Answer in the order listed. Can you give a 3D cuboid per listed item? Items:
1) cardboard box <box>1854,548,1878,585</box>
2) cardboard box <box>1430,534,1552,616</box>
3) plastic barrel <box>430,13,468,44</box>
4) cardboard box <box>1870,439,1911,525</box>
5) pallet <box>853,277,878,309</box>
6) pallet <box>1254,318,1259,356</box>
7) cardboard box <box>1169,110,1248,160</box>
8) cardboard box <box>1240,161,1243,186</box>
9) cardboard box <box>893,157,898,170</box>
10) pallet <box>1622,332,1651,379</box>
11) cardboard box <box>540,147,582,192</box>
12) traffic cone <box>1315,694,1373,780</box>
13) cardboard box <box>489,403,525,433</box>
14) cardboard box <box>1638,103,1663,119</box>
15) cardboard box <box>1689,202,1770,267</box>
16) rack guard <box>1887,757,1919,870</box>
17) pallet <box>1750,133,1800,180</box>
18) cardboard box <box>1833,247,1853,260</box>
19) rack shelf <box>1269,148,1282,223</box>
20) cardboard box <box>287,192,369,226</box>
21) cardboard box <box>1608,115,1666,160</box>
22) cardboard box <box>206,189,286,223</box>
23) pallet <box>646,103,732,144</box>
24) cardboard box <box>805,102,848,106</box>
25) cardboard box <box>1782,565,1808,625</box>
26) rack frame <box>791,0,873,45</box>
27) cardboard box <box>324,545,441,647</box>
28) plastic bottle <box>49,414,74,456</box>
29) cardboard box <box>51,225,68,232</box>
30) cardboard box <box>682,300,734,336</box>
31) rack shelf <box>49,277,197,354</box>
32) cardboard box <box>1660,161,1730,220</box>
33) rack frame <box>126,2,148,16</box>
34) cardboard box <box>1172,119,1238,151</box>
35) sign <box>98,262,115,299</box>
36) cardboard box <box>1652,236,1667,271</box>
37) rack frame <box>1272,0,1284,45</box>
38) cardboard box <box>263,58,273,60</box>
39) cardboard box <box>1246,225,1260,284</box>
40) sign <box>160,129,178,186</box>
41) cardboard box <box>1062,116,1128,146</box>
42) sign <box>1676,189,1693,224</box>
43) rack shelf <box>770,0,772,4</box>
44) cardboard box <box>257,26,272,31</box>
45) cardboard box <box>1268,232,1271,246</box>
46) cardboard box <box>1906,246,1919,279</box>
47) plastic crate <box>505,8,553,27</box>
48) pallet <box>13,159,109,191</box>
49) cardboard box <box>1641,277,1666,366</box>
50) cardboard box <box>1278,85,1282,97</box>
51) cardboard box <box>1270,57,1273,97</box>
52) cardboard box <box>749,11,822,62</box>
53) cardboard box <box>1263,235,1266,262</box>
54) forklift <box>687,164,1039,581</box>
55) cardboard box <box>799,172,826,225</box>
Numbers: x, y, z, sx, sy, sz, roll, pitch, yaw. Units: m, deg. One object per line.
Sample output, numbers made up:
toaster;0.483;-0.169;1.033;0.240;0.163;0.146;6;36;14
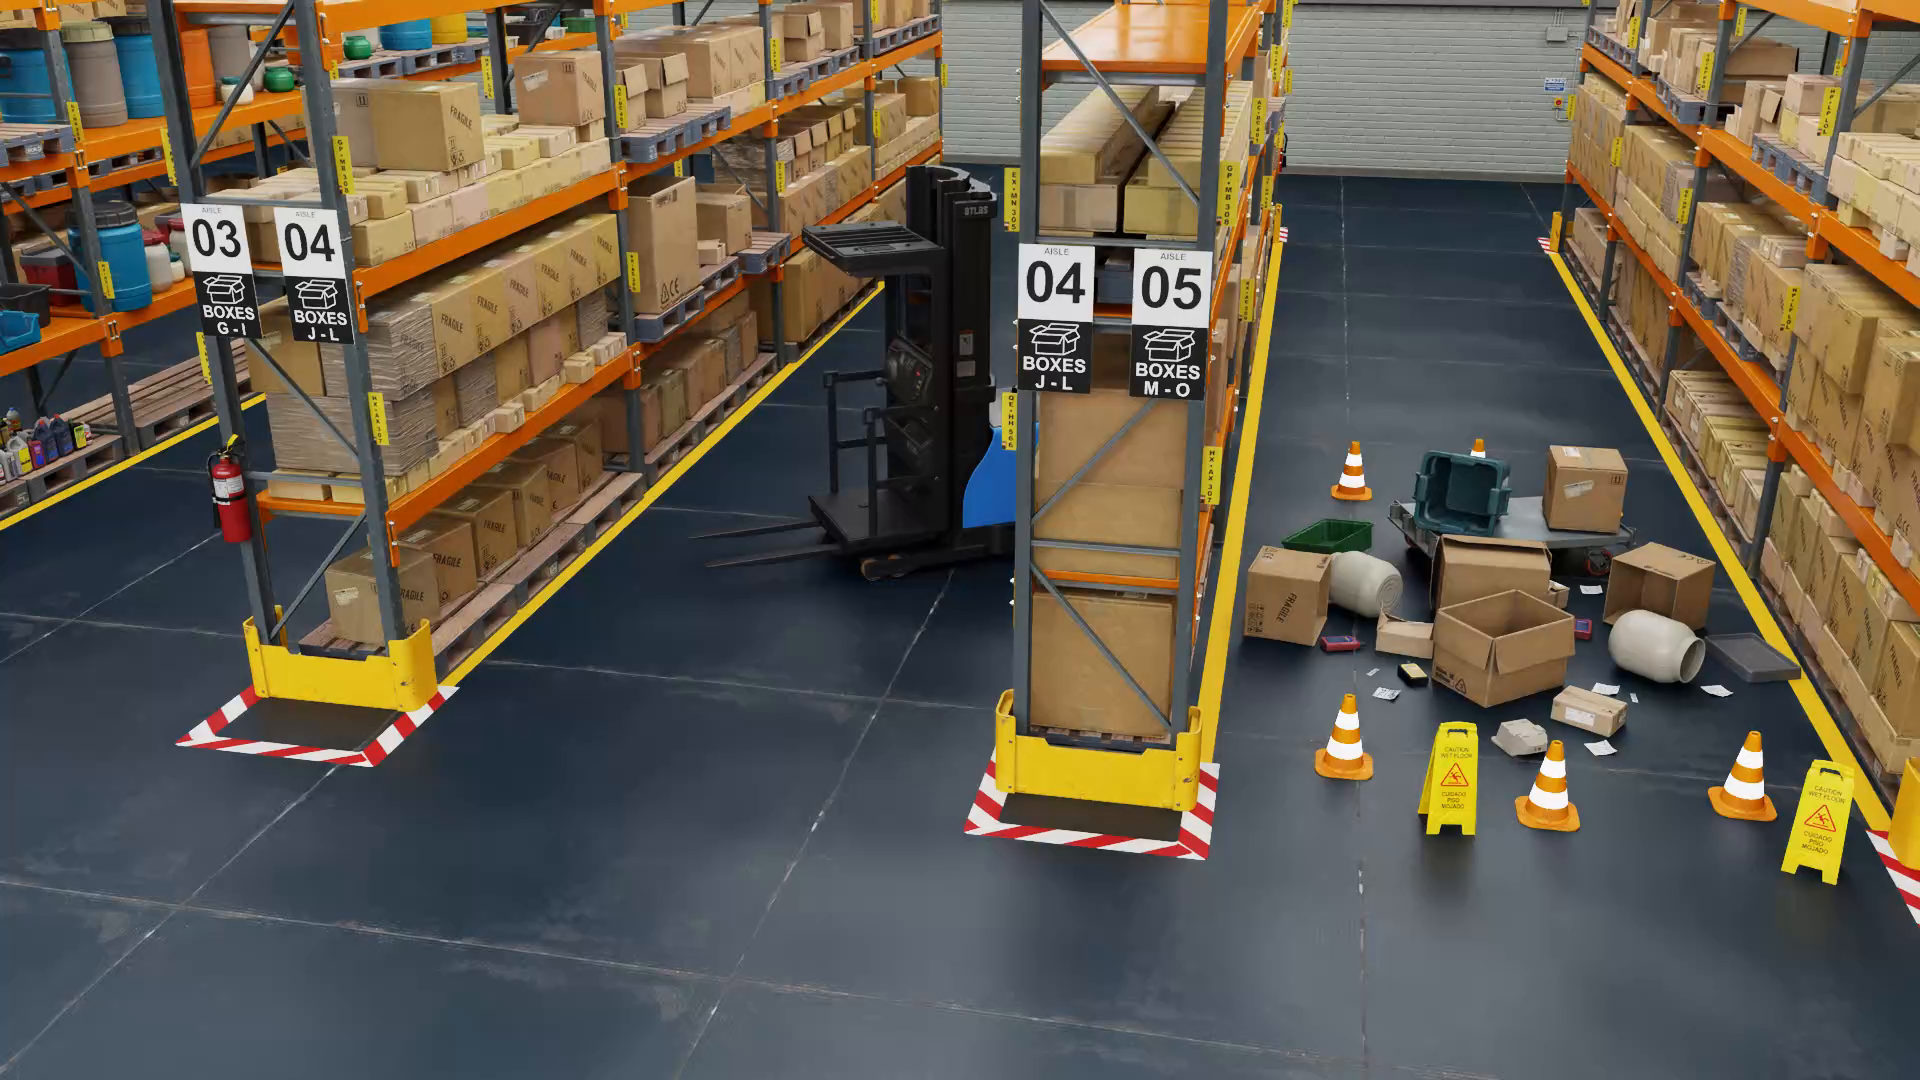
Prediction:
cardboard box;5.702;0.180;10.139;0.380;0.149;0.250;5;23;13
cardboard box;3.737;0.305;11.741;0.797;0.637;0.503;4;22;11
plastic barrel;-6.415;-6.458;20.544;0.600;0.588;0.600;0;22;0
cardboard box;5.728;-0.381;9.753;0.500;0.500;0.500;4;22;11
pallet;-1.662;-3.175;20.954;1.003;0.211;1.213;4;22;11
pallet;2.852;-2.315;18.820;1.003;0.211;1.213;4;22;11
cardboard box;1.671;-2.732;11.213;0.500;0.250;0.500;4;22;11
cardboard box;1.656;-2.402;10.929;0.380;0.149;0.250;5;22;12
cardboard box;-1.034;-5.011;22.117;0.380;0.149;0.250;4;22;9
pallet;7.793;-1.972;17.967;1.003;0.211;1.213;4;22;11
cardboard box;-3.165;-2.775;12.415;0.500;0.250;0.500;5;22;12
traffic cone;2.306;1.138;9.908;0.336;0.463;0.334;4;22;11
cardboard box;-3.335;-0.878;11.855;0.380;0.149;0.250;4;22;11
cardboard box;8.034;-5.037;19.504;0.380;0.149;0.250;5;22;12
cardboard box;6.988;-2.770;15.122;0.500;0.500;0.500;4;22;9
rack guard;5.690;1.520;8.911;1.175;0.500;0.348;4;22;11
pallet;6.929;-2.976;12.965;1.213;0.211;1.003;4;22;11
cardboard box;7.054;-2.305;13.100;0.380;0.149;0.250;6;23;14
rack shelf;3.665;-4.739;22.068;1.077;0.370;4.000;4;22;11
cardboard box;-3.745;-1.957;9.850;0.380;0.149;0.250;4;22;11
cardboard box;7.949;-4.705;19.547;0.500;0.500;0.500;4;22;10
cardboard box;-4.276;-2.000;9.955;0.380;0.149;0.250;4;22;11
pallet;-2.772;-3.732;14.841;1.213;0.211;1.003;4;22;11
cardboard box;-1.747;-5.361;21.448;0.500;0.500;0.500;5;22;12
cardboard box;6.008;0.397;11.471;0.500;0.250;0.500;6;23;14
rack frame;-1.579;-7.539;20.027;1.000;3.000;0.127;4;22;11
cardboard box;-3.883;0.370;11.203;0.500;0.500;0.500;9;24;21
plastic bottle;-7.909;-0.926;14.594;0.144;0.351;0.185;4;22;9
cardboard box;-11.409;-3.805;21.544;0.500;0.500;0.500;4;22;9
cardboard box;-2.600;-2.244;16.663;0.500;0.250;0.500;7;23;17
rack shelf;-7.652;-2.606;16.771;1.077;0.370;4.000;4;22;11
cardboard box;7.253;-3.445;16.421;0.500;0.500;0.500;5;22;12
rack frame;-11.276;-8.295;21.906;1.000;3.000;0.127;4;22;11
cardboard box;1.448;-2.401;9.858;0.380;0.149;0.250;4;22;10
sign;-7.523;-2.290;14.655;0.100;0.325;0.005;4;22;11
cardboard box;7.245;-2.861;16.643;0.500;0.250;0.500;5;22;12
rack frame;3.256;-7.124;18.996;1.000;3.000;0.127;4;22;11
cardboard box;-10.907;-7.152;25.624;0.500;0.500;0.500;5;22;11
cardboard box;2.611;-2.739;16.006;0.500;0.500;0.500;4;22;11
sign;-4.566;-2.219;9.648;0.100;0.325;0.005;4;22;11
cardboard box;0.804;-2.452;9.985;0.380;0.149;0.250;4;22;10
sign;6.763;-3.116;15.526;0.100;0.325;0.005;4;22;11
rack shelf;-1.987;-6.288;18.420;1.077;0.370;4.000;4;22;11
cardboard box;-10.508;-7.724;24.701;0.500;0.250;0.500;4;22;11
cardboard box;3.947;-4.024;22.185;0.380;0.149;0.250;5;22;11
cardboard box;5.743;-1.604;9.642;0.380;0.149;0.250;4;22;10
plastic crate;-6.192;-7.421;23.834;0.504;0.338;0.767;4;22;11
pallet;-11.700;-4.672;21.197;1.003;0.211;1.213;4;22;11
cardboard box;7.715;-2.319;17.379;0.875;0.875;0.875;5;22;12
cardboard box;3.811;-5.508;21.145;0.500;0.500;0.500;5;22;12
cardboard box;2.817;-4.505;16.374;0.500;0.500;0.500;4;22;11
cardboard box;-1.999;-5.676;18.716;0.797;0.503;0.637;4;22;10
cardboard box;3.352;-3.433;19.641;0.500;0.250;0.500;4;22;9
forklift;-0.582;-1.275;12.597;3.031;2.935;1.130;-8;23;-20
cardboard box;-1.825;-3.873;18.821;0.500;0.500;0.500;4;22;10
